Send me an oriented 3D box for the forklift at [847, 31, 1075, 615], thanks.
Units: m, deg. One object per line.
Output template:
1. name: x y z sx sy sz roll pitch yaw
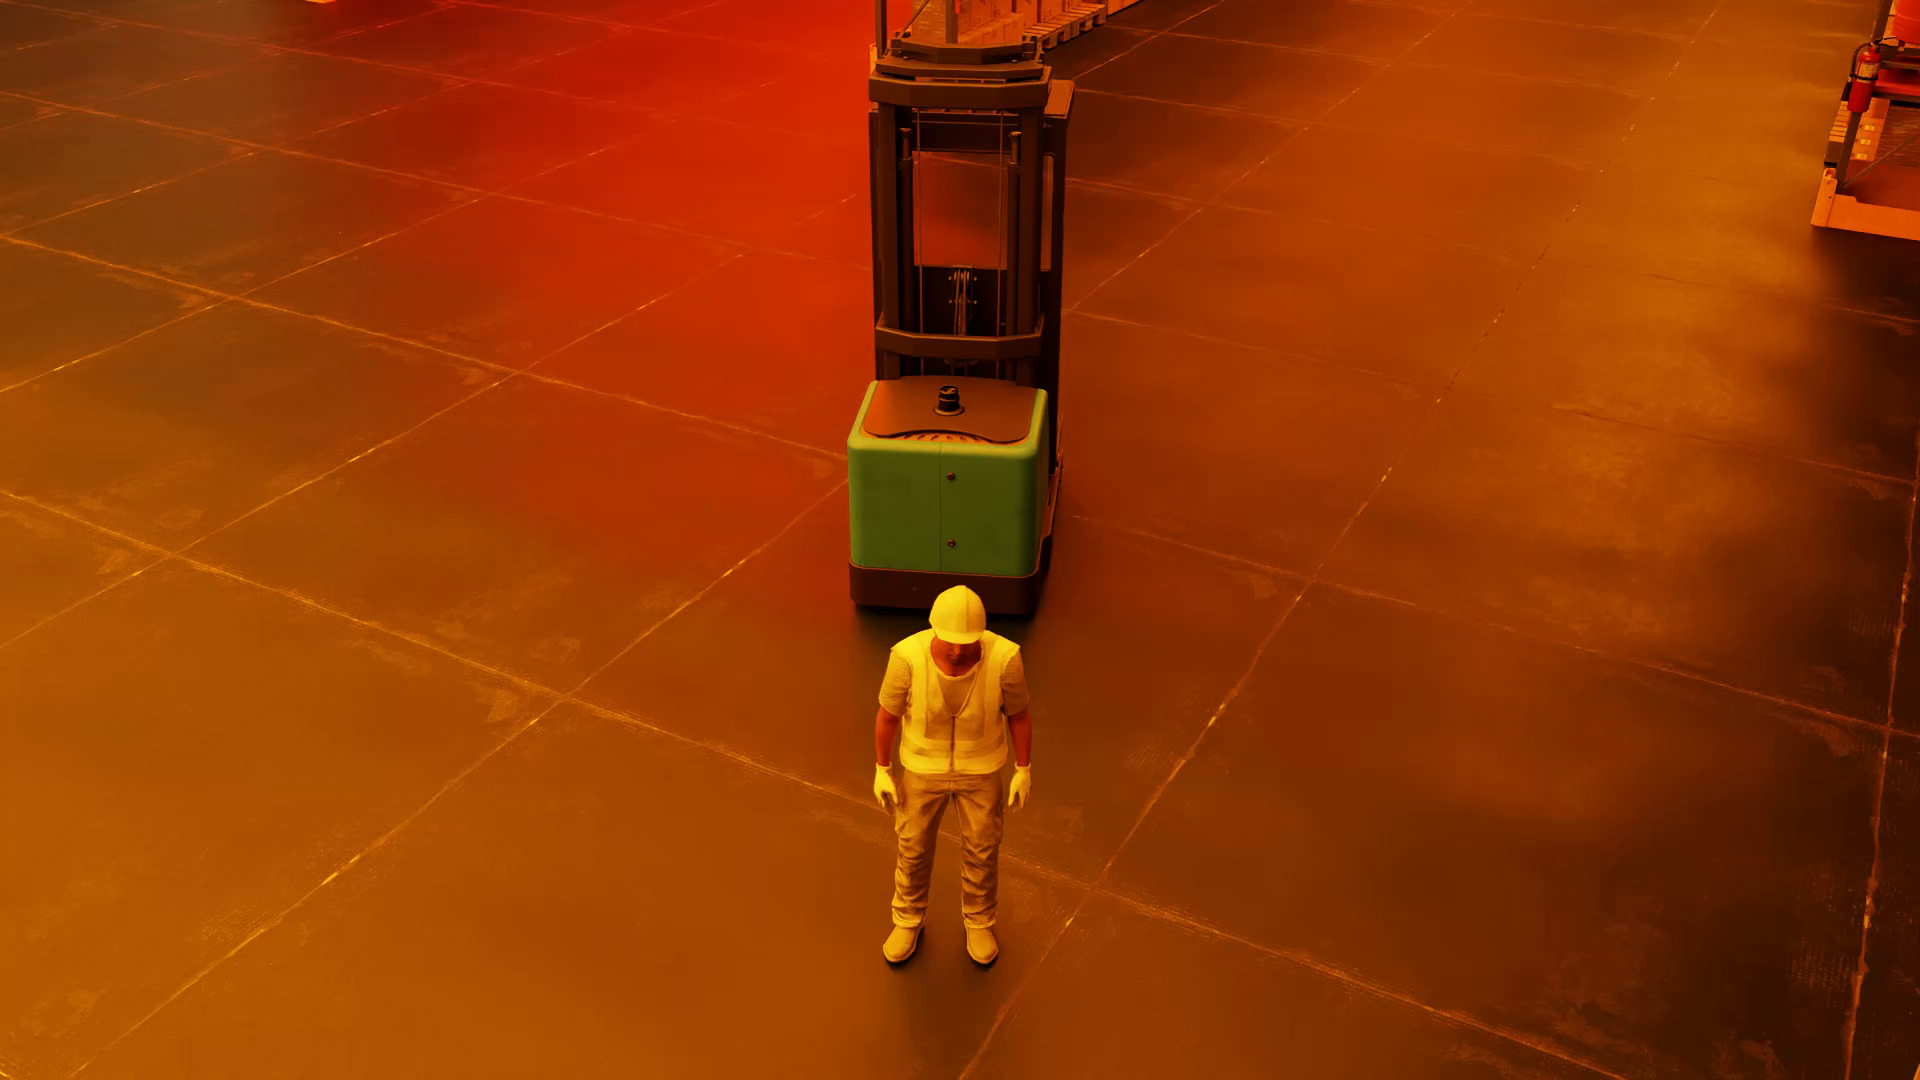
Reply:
1. forklift: 0.072 -1.572 9.794 1.130 2.935 3.031 3 30 6

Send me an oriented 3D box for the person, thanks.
1. person: -0.027 0.925 6.627 0.632 1.776 0.445 0 30 0
